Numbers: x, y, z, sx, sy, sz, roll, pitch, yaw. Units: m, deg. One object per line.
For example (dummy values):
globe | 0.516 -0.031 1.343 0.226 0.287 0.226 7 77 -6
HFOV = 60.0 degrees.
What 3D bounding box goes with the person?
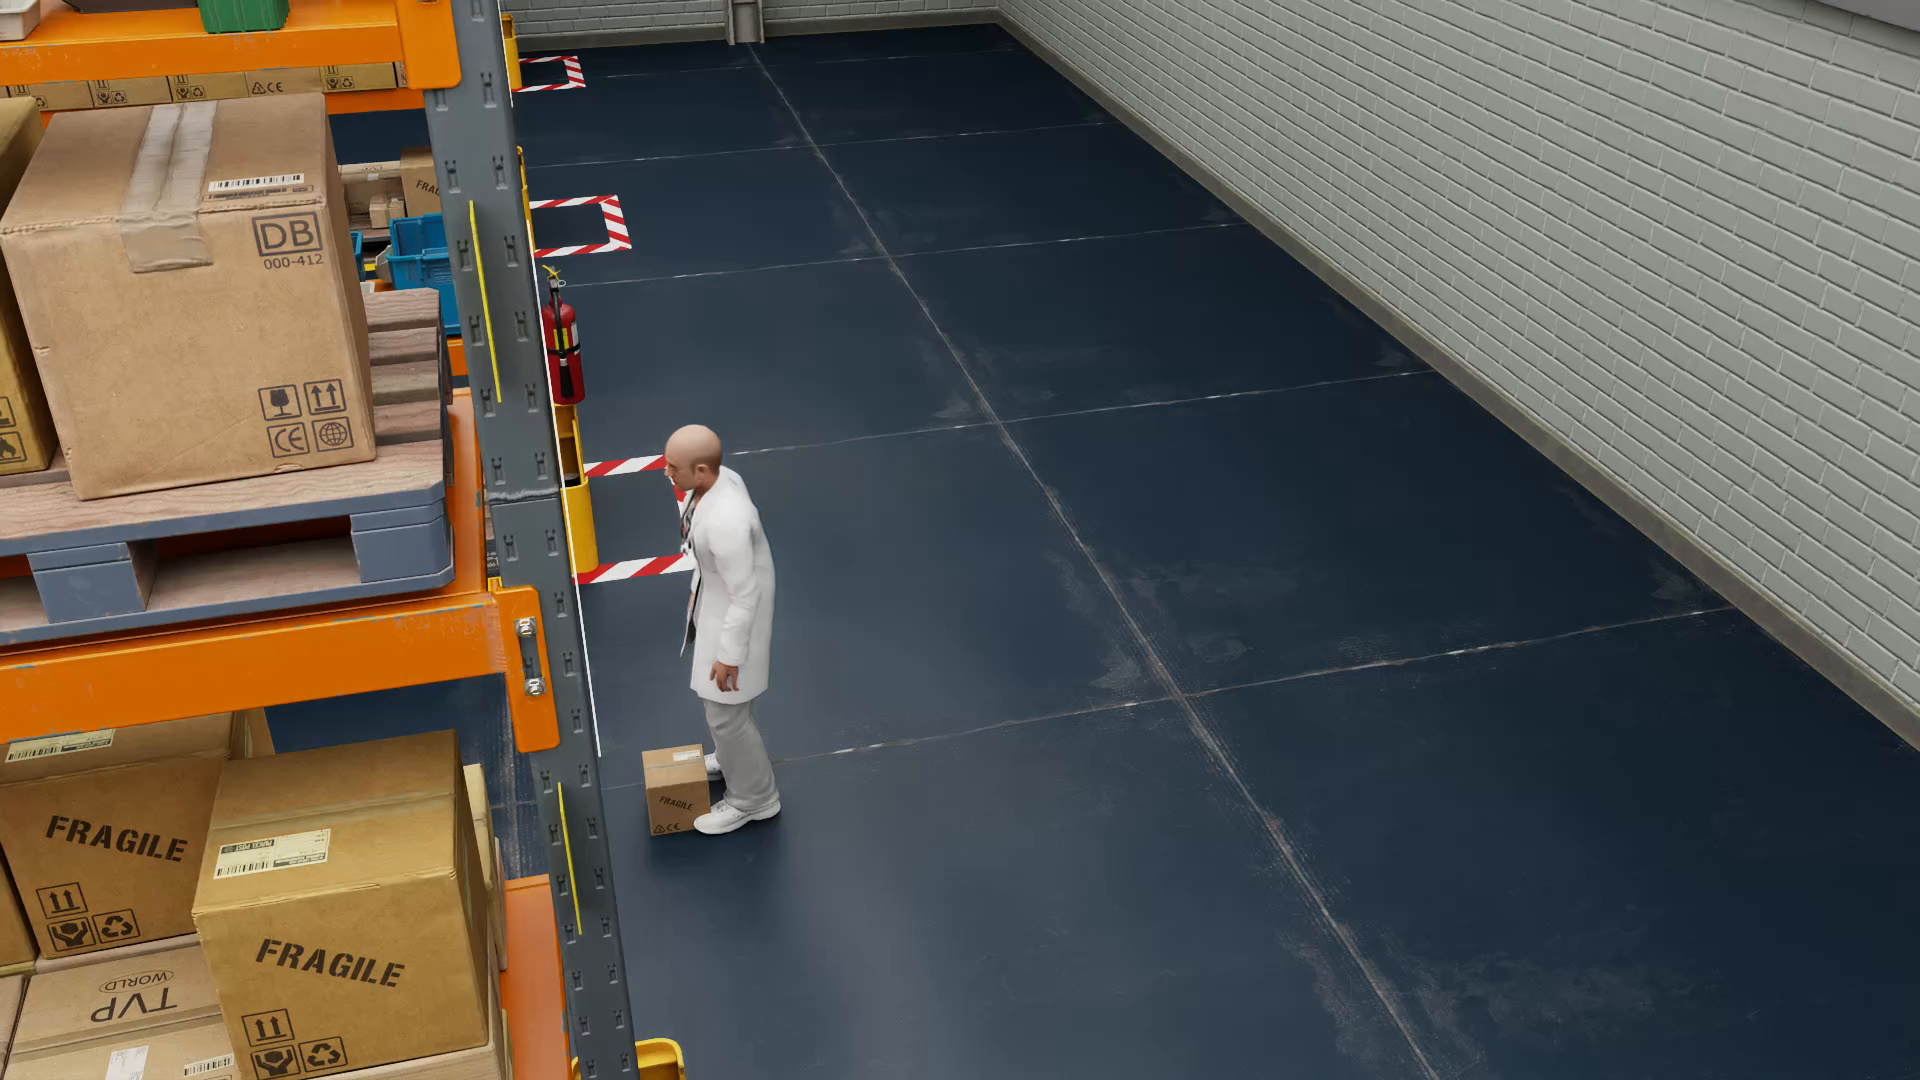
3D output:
person | -0.932 0.337 6.559 0.415 1.774 0.654 -8 31 -14
